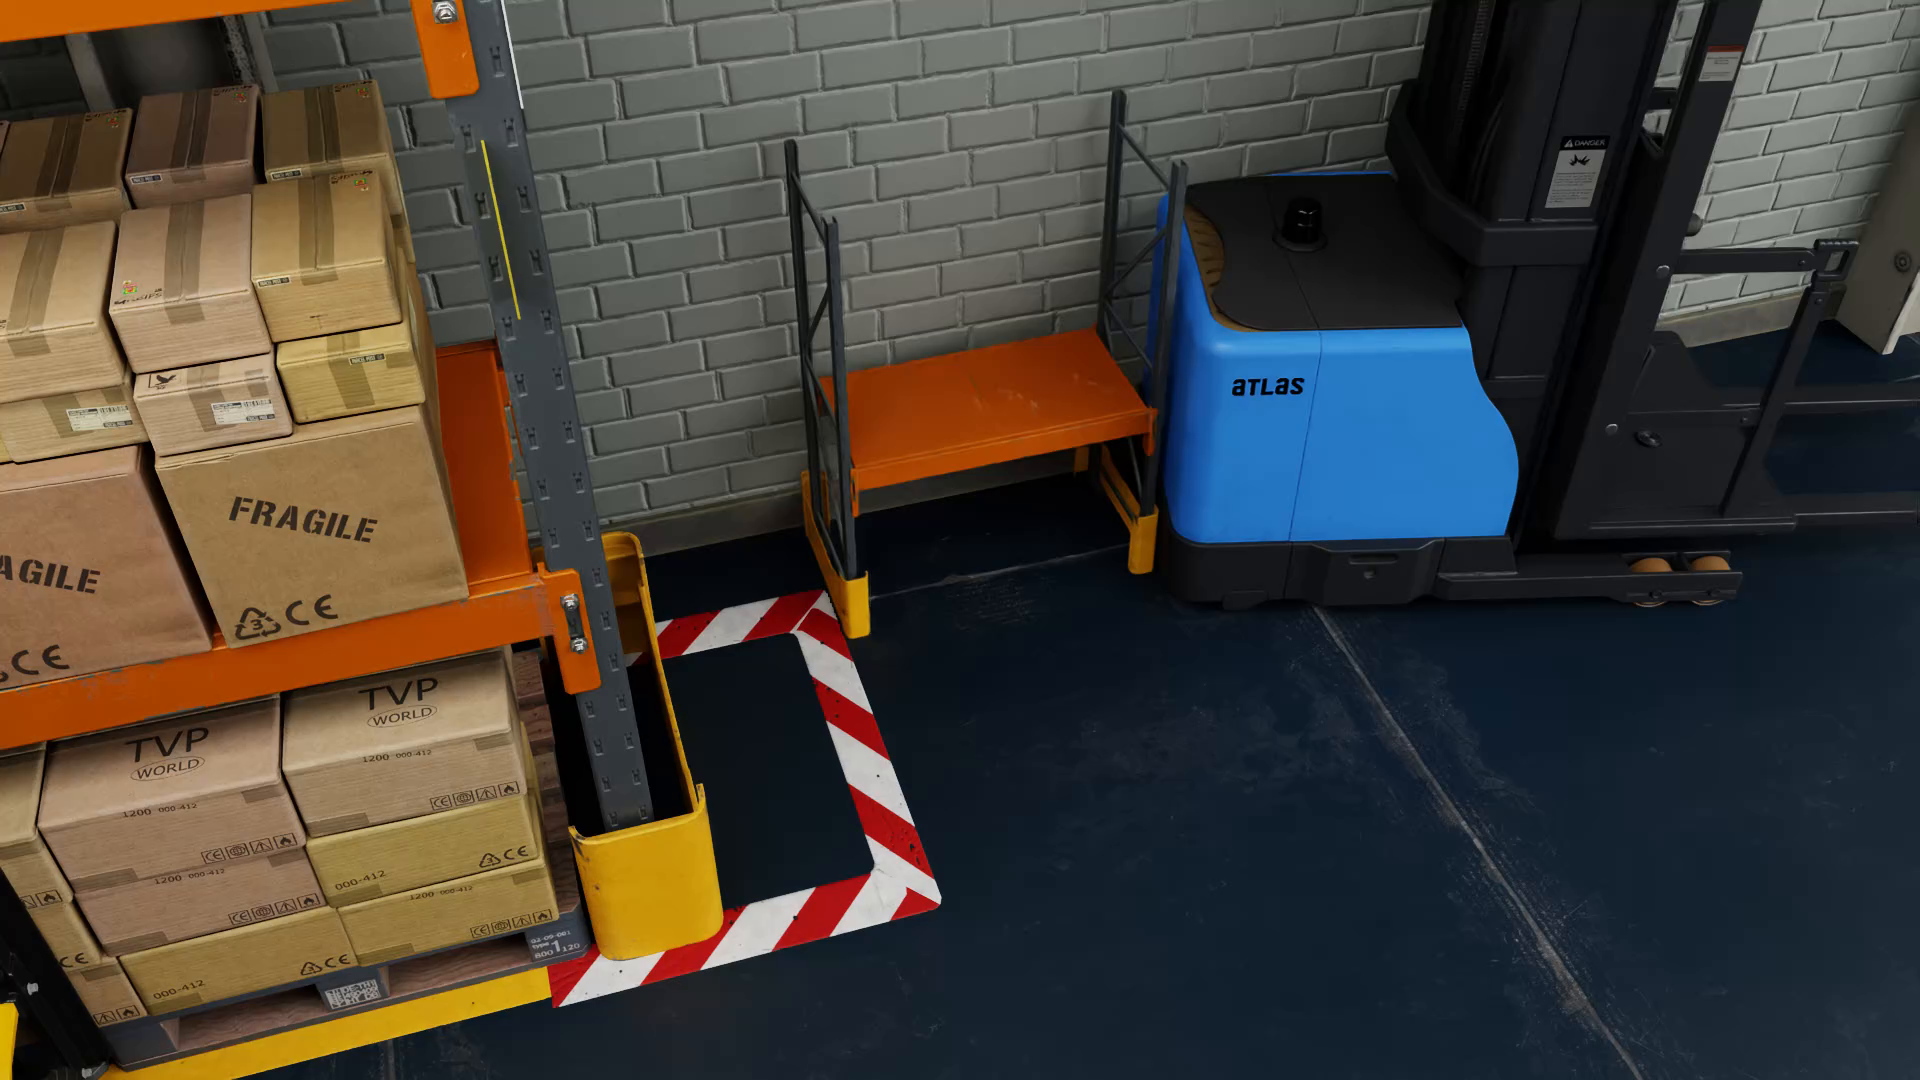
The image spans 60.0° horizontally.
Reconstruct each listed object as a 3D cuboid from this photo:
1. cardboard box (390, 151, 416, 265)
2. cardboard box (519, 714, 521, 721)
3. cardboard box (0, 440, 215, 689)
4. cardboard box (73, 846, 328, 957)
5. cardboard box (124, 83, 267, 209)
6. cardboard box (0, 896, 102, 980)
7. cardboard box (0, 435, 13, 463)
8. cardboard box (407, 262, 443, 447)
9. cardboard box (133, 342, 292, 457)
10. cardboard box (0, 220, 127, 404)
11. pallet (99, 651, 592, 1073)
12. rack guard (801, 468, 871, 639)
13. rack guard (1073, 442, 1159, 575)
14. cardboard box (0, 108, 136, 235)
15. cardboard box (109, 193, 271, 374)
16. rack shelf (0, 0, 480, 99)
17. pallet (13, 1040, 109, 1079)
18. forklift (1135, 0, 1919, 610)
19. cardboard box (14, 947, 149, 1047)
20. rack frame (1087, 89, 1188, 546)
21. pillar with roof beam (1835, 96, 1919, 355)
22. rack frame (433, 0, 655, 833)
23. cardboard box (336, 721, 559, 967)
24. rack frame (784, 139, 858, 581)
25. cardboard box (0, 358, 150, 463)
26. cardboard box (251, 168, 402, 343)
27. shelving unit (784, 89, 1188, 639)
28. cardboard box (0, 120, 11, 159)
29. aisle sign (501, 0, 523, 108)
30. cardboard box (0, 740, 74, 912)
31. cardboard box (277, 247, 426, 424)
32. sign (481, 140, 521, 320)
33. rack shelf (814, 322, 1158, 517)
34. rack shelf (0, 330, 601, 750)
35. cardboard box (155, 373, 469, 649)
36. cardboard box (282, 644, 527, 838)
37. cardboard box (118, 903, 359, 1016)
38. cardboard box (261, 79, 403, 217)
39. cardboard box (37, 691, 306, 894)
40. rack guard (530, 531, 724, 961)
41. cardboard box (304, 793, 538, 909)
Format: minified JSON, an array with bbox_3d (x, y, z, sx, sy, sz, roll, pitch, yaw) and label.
[{"bbox_3d":[-1.395,-0.763,3.774,0.250,0.149,0.380,-13,43,-14],"label":"cardboard box"},{"bbox_3d":[-1.521,0.466,4.707,0.500,0.250,0.500,-12,42,-13],"label":"cardboard box"},{"bbox_3d":[-1.882,-0.064,3.468,0.500,0.500,0.500,-10,42,-12],"label":"cardboard box"},{"bbox_3d":[-1.846,0.689,4.073,0.500,0.250,0.500,-12,43,-13],"label":"cardboard box"},{"bbox_3d":[-1.651,-0.834,3.629,0.250,0.149,0.380,-10,42,-12],"label":"cardboard box"},{"bbox_3d":[-2.332,0.804,3.941,0.500,0.250,0.500,-13,43,-14],"label":"cardboard box"},{"bbox_3d":[-1.981,-0.299,3.243,0.250,0.149,0.380,-12,43,-13],"label":"cardboard box"},{"bbox_3d":[-1.550,-0.499,3.966,0.500,0.500,0.500,-10,42,-12],"label":"cardboard box"},{"bbox_3d":[-1.475,-0.354,3.306,0.250,0.149,0.380,-11,42,-12],"label":"cardboard box"},{"bbox_3d":[-1.739,-0.439,3.178,0.250,0.149,0.380,-11,42,-12],"label":"cardboard box"},{"bbox_3d":[-1.711,0.842,4.625,1.213,0.211,1.003,-12,42,-13],"label":"pallet"},{"bbox_3d":[-0.415,0.038,5.517,0.087,0.250,0.587,-12,43,-13],"label":"rack guard"},{"bbox_3d":[0.532,-0.165,5.749,0.087,0.250,0.587,-12,43,-13],"label":"rack guard"},{"bbox_3d":[-1.885,-0.755,3.540,0.250,0.149,0.380,-11,42,-12],"label":"cardboard box"},{"bbox_3d":[-1.498,-0.508,3.256,0.250,0.149,0.380,-12,42,-13],"label":"cardboard box"},{"bbox_3d":[-2.901,-0.849,2.708,4.000,0.370,1.077,-12,42,-13],"label":"rack shelf"},{"bbox_3d":[-2.872,1.081,4.352,1.213,0.211,1.003,-12,42,-13],"label":"pallet"},{"bbox_3d":[2.164,-1.232,4.932,3.031,2.935,1.130,-2,41,-2],"label":"forklift"},{"bbox_3d":[-2.304,0.969,4.132,0.500,0.250,0.500,-11,42,-13],"label":"cardboard box"},{"bbox_3d":[0.551,-0.639,5.342,0.032,1.500,0.500,-12,43,-13],"label":"rack frame"},{"bbox_3d":[5.088,-1.557,0.692,0.400,9.000,9.100,-12,42,-13],"label":"pillar with roof beam"},{"bbox_3d":[-0.994,-0.385,3.911,0.127,3.000,1.000,-12,42,-13],"label":"rack frame"},{"bbox_3d":[-1.347,0.783,4.344,0.500,0.250,0.500,-11,42,-13],"label":"cardboard box"},{"bbox_3d":[-0.416,-0.433,5.106,0.032,1.500,0.500,-12,43,-13],"label":"rack frame"},{"bbox_3d":[-1.741,-0.341,3.291,0.250,0.149,0.380,-11,42,-12],"label":"cardboard box"},{"bbox_3d":[-1.272,-0.576,3.335,0.250,0.149,0.380,-12,42,-13],"label":"cardboard box"},{"bbox_3d":[0.059,-0.534,5.222,1.083,1.500,0.587,-12,43,-13],"label":"shelving unit"},{"bbox_3d":[-2.126,-0.716,3.494,0.250,0.149,0.380,-11,42,-13],"label":"cardboard box"},{"bbox_3d":[-0.843,-1.193,2.860,0.004,0.787,0.394,-12,42,-13],"label":"aisle sign"},{"bbox_3d":[-2.303,0.613,3.779,0.500,0.250,0.500,-11,42,-13],"label":"cardboard box"},{"bbox_3d":[-1.240,-0.423,3.385,0.250,0.149,0.380,-11,42,-12],"label":"cardboard box"},{"bbox_3d":[-0.844,-0.567,3.059,0.005,0.325,0.100,-12,42,-13],"label":"sign"},{"bbox_3d":[0.067,-0.401,5.342,1.000,0.185,0.538,-12,43,-13],"label":"rack shelf"},{"bbox_3d":[-2.901,0.281,3.695,4.000,0.370,1.077,-12,42,-13],"label":"rack shelf"},{"bbox_3d":[-1.384,-0.161,3.578,0.500,0.500,0.500,-13,43,-14],"label":"cardboard box"},{"bbox_3d":[-1.339,0.402,4.020,0.500,0.250,0.500,-10,42,-12],"label":"cardboard box"},{"bbox_3d":[-1.824,0.876,4.239,0.500,0.250,0.500,-12,42,-13],"label":"cardboard box"},{"bbox_3d":[-1.378,-0.847,3.644,0.250,0.149,0.380,-12,43,-14],"label":"cardboard box"},{"bbox_3d":[-1.824,0.507,3.901,0.500,0.250,0.500,-11,42,-12],"label":"cardboard box"},{"bbox_3d":[-0.971,0.551,4.739,0.348,0.500,1.175,-12,42,-13],"label":"rack guard"},{"bbox_3d":[-1.364,0.596,4.178,0.500,0.250,0.500,-12,43,-14],"label":"cardboard box"}]
